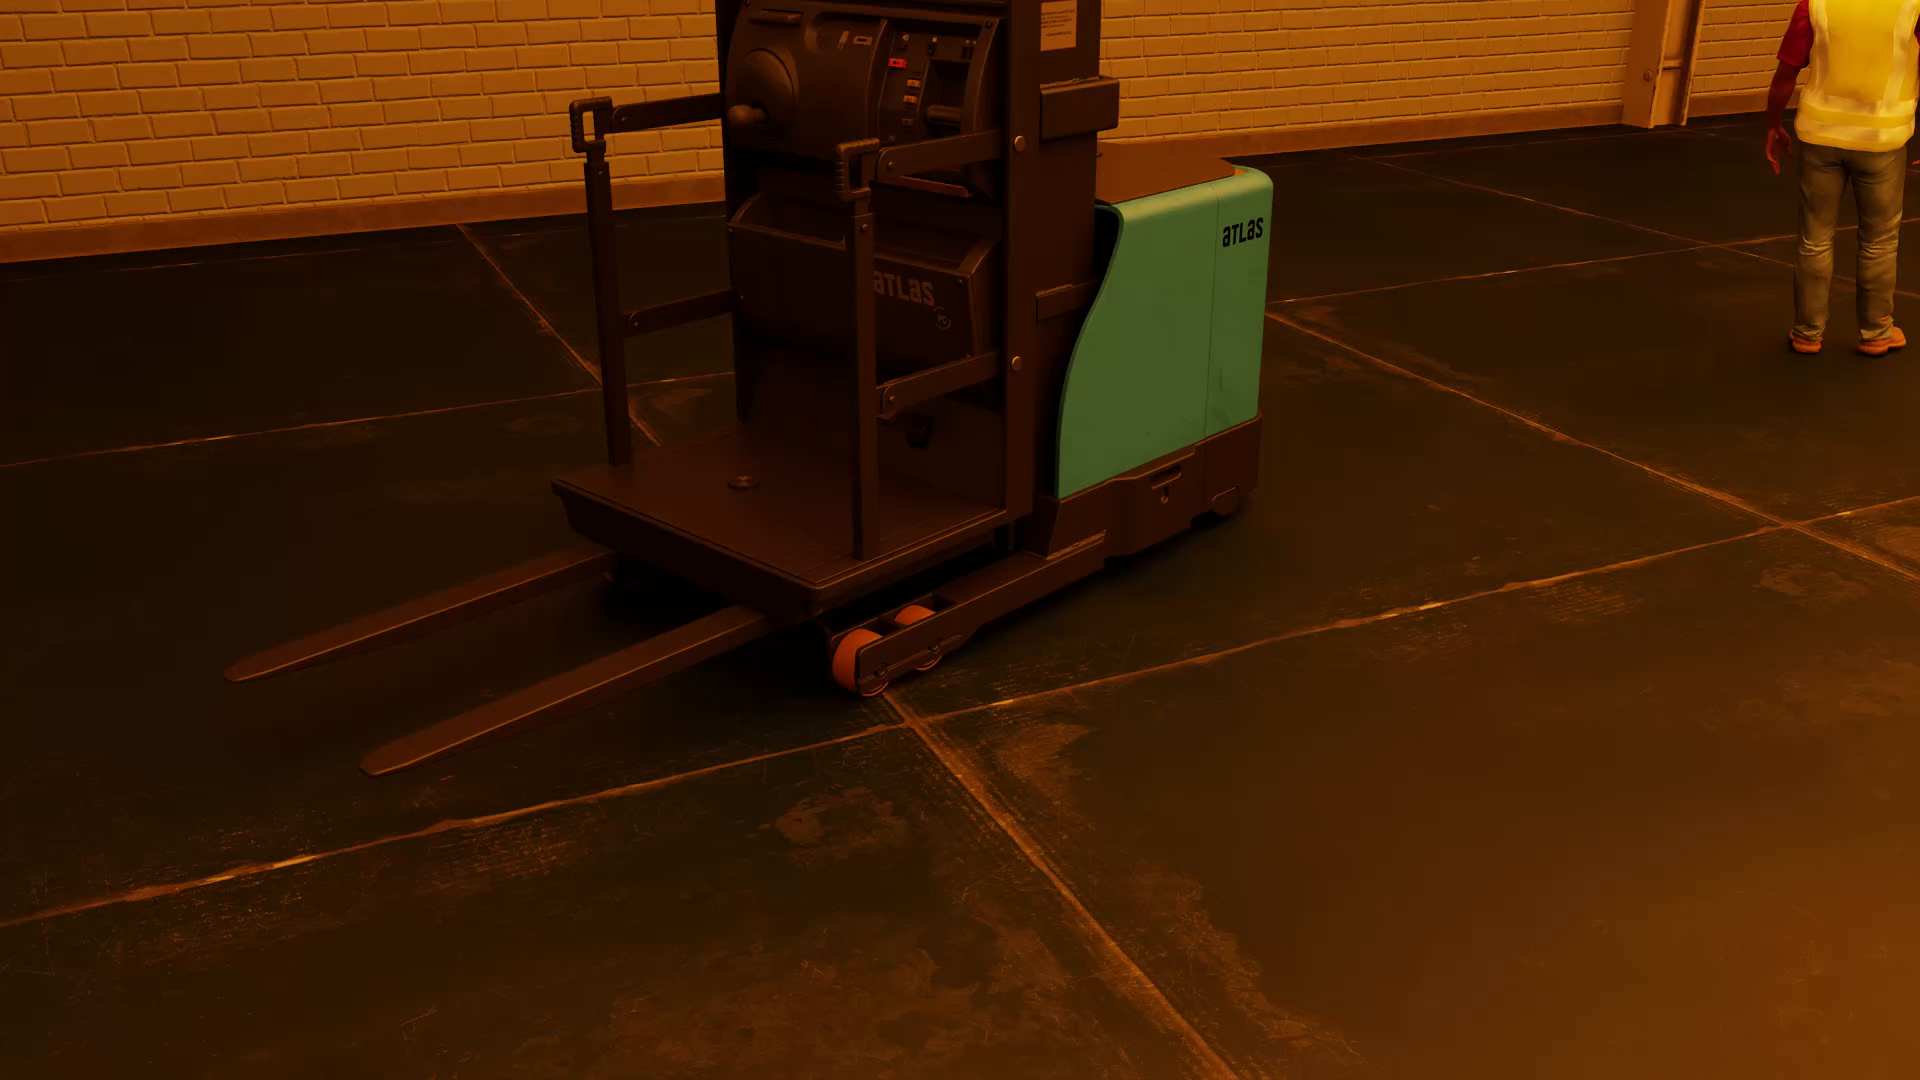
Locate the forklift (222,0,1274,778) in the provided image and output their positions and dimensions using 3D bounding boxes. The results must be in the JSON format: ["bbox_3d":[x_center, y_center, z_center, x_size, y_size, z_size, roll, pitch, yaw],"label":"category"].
[{"bbox_3d":[-0.413,-1.182,4.131,1.130,2.935,3.031,19,29,39],"label":"forklift"}]

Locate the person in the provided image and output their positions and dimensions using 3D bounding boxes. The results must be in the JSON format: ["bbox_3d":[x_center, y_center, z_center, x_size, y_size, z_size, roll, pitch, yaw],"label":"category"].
[{"bbox_3d":[3.628,-1.639,6.731,0.665,1.769,0.574,15,27,32],"label":"person"}]
